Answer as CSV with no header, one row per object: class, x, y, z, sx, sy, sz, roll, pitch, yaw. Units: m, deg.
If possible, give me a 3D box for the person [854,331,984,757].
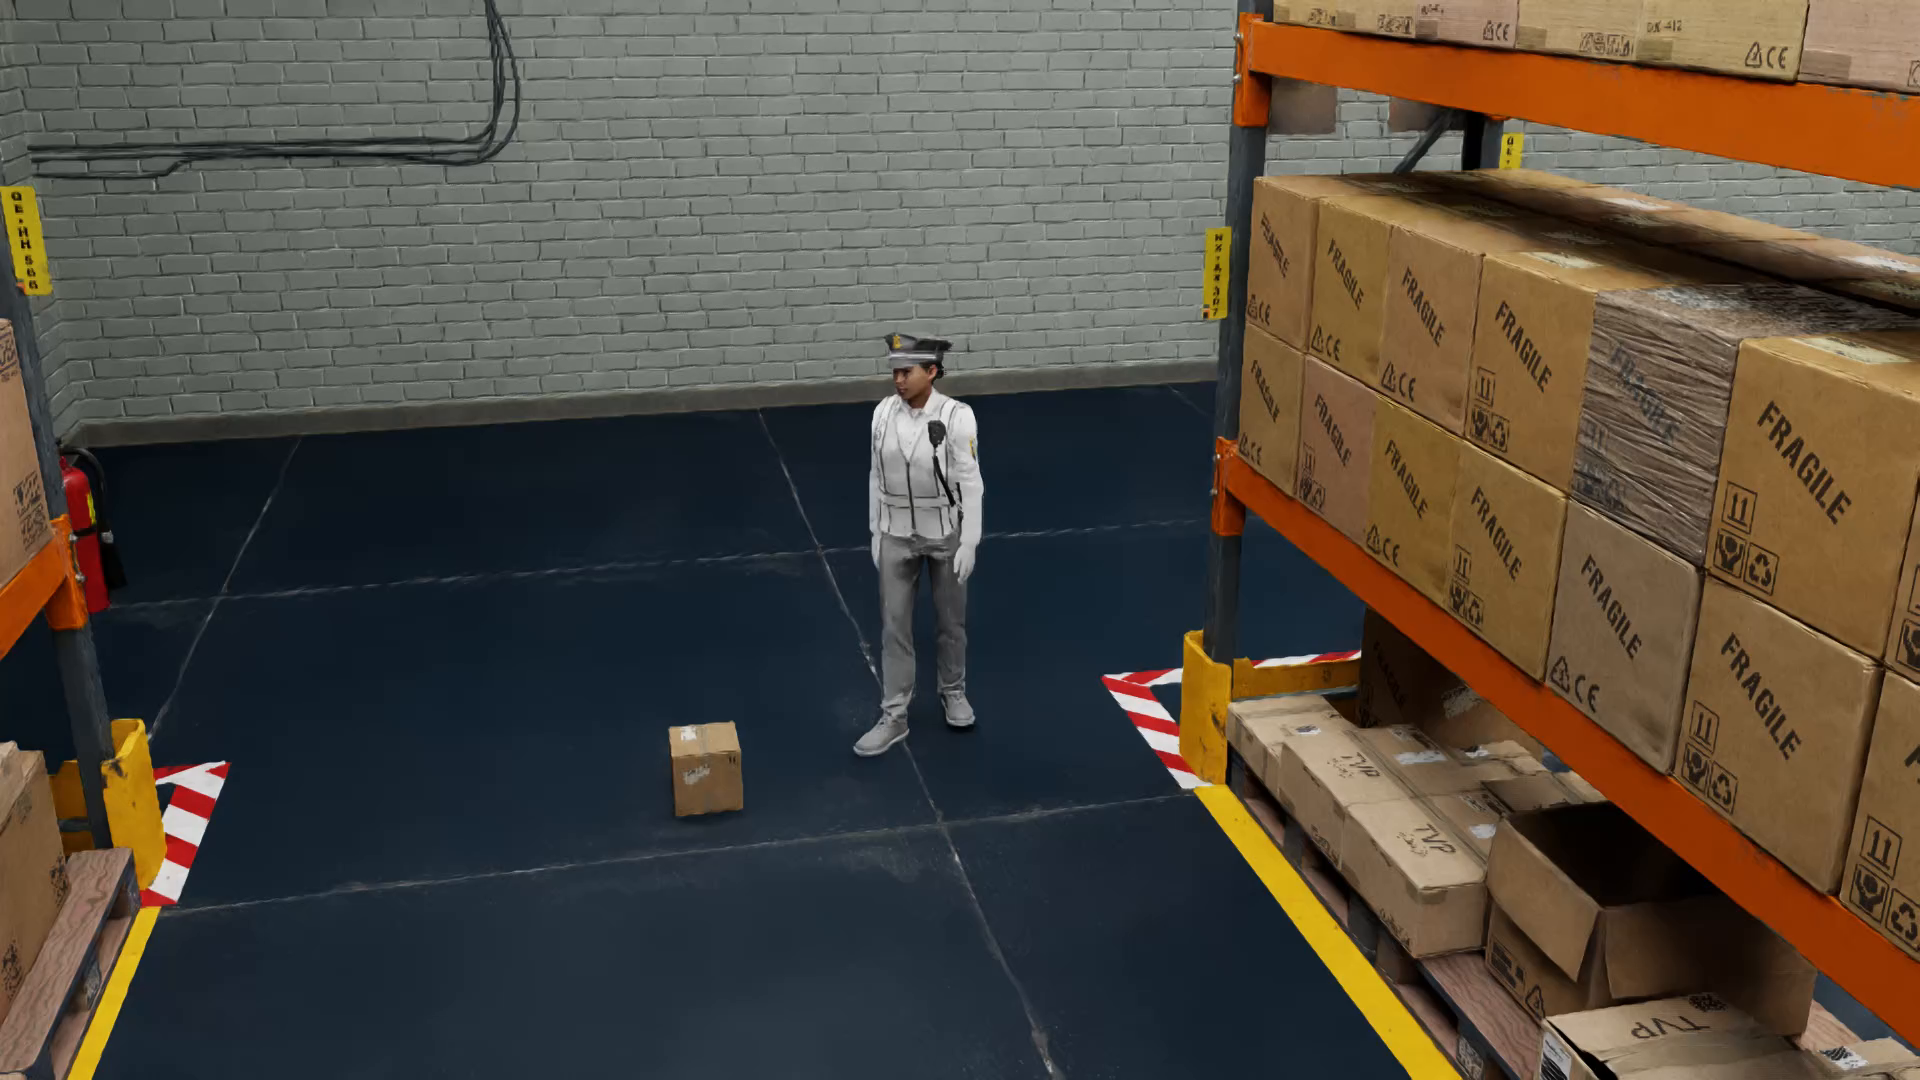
person,-0.154,-0.001,6.540,0.476,1.677,0.578,5,20,14
